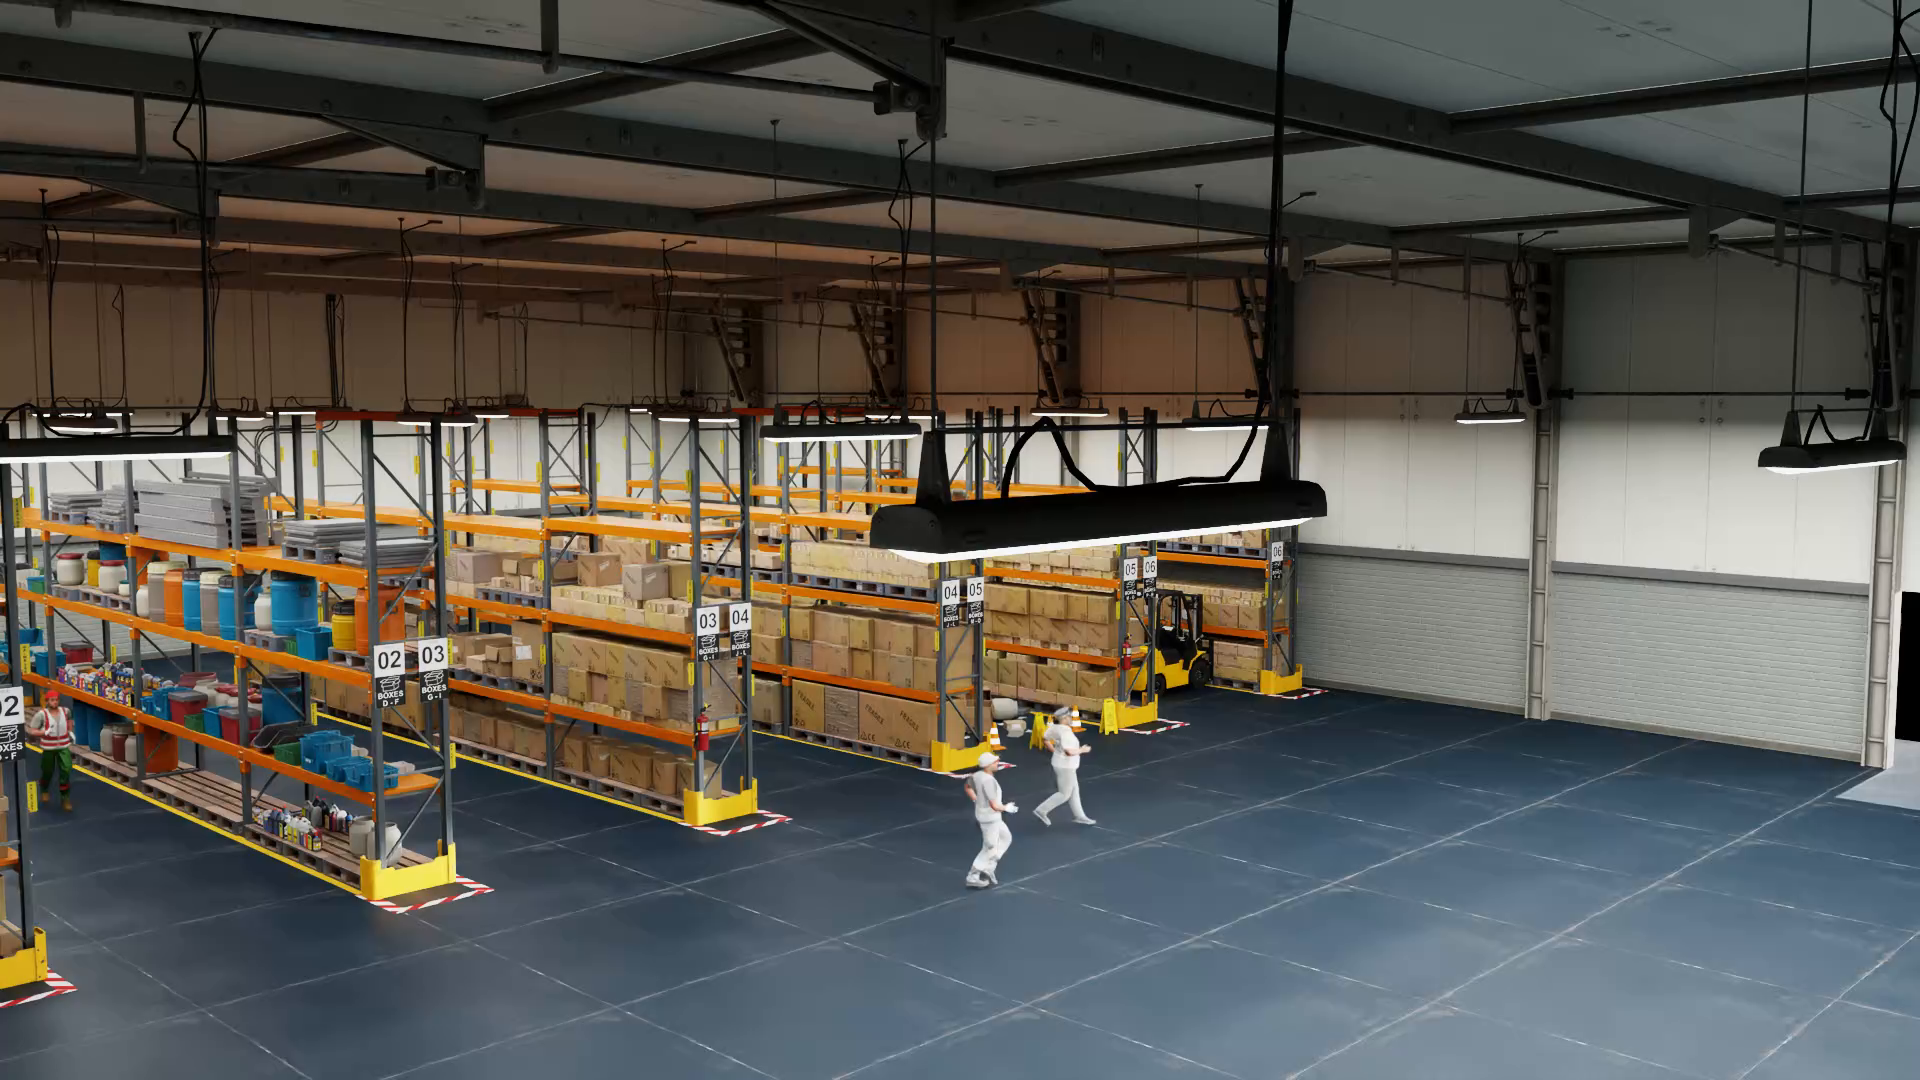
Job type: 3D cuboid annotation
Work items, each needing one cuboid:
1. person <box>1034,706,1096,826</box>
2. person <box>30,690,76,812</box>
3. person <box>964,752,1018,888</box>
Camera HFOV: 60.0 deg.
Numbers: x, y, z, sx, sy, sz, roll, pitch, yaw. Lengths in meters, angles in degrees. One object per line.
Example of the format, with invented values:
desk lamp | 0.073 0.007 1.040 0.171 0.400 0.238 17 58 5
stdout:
person | 1.521 3.288 24.112 0.973 1.774 0.661 -1 5 -12
person | -13.767 3.171 25.259 0.943 1.798 0.669 5 7 45
person | 0.393 3.568 21.285 0.666 1.756 0.672 -1 5 -12
